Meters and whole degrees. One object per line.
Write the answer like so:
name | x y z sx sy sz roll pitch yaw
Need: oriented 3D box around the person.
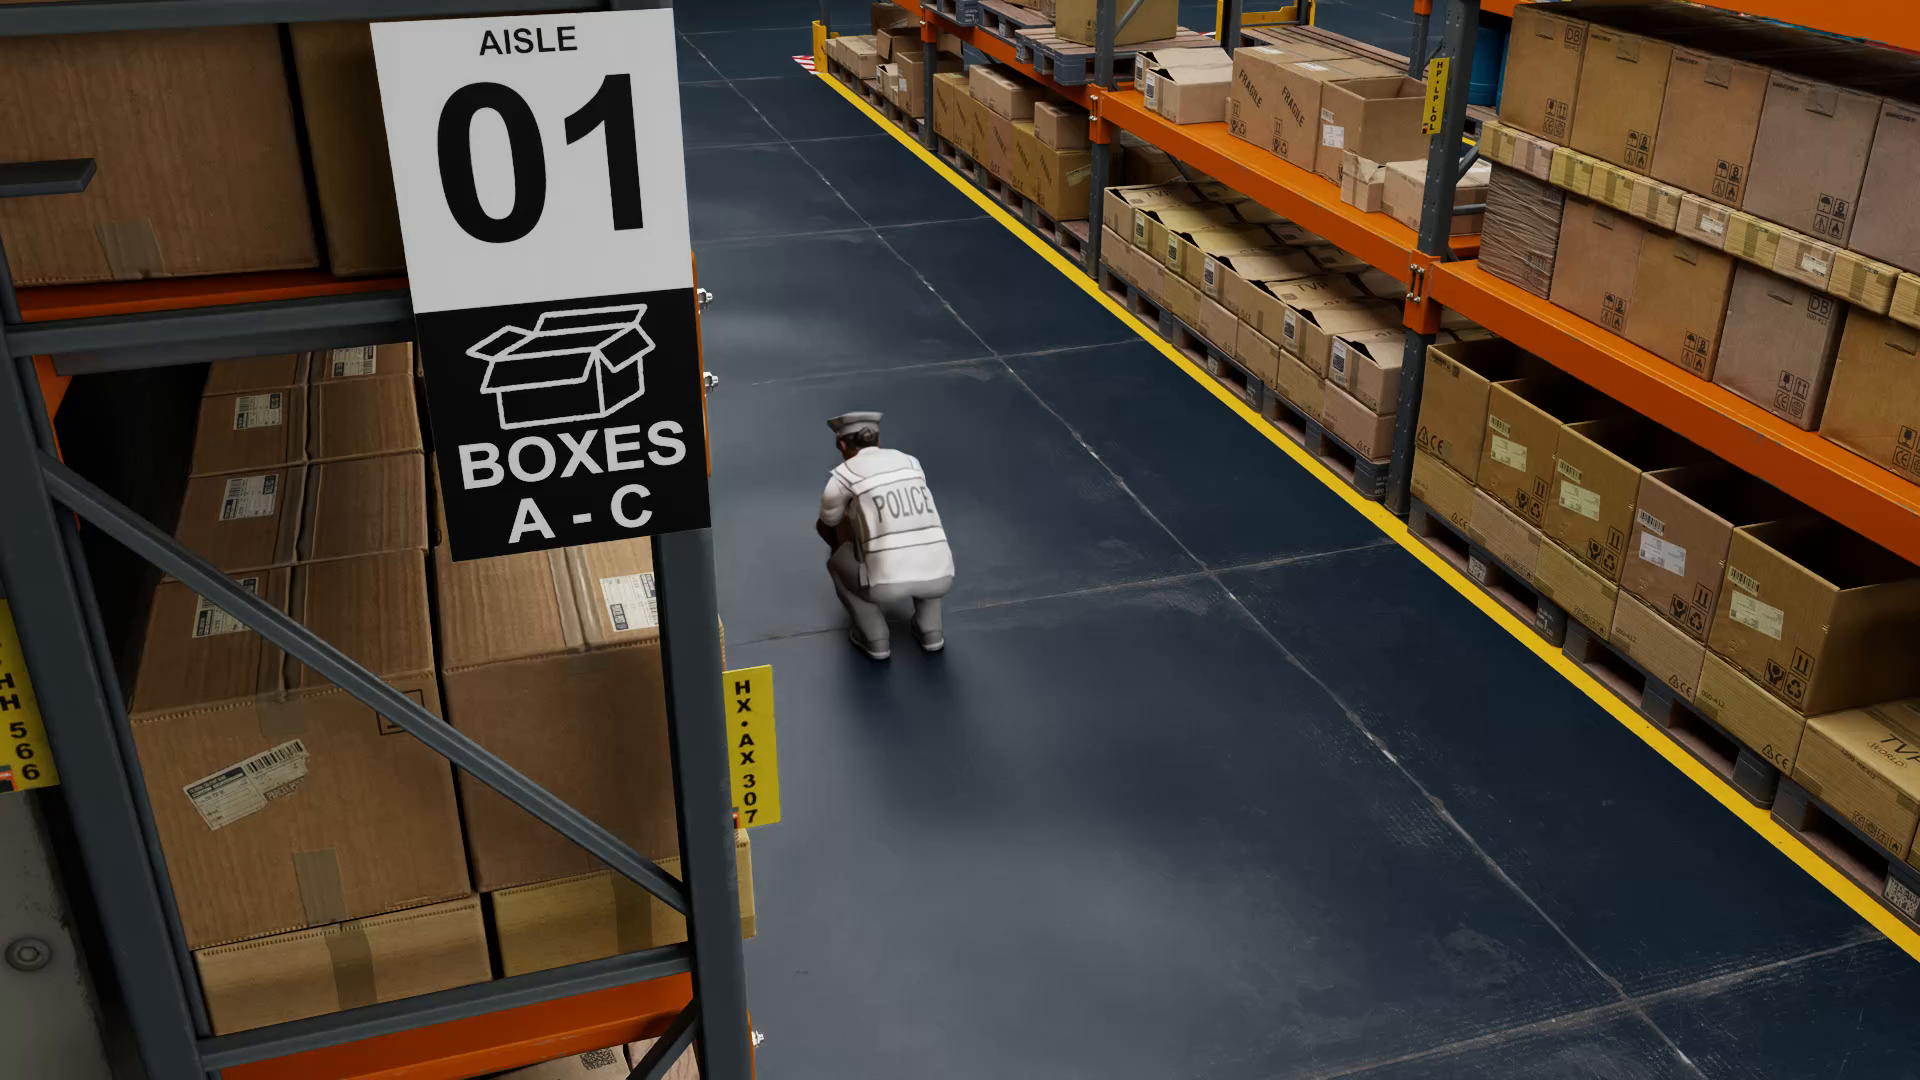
person | -0.319 -0.042 7.016 0.508 0.948 0.843 -8 28 -16
